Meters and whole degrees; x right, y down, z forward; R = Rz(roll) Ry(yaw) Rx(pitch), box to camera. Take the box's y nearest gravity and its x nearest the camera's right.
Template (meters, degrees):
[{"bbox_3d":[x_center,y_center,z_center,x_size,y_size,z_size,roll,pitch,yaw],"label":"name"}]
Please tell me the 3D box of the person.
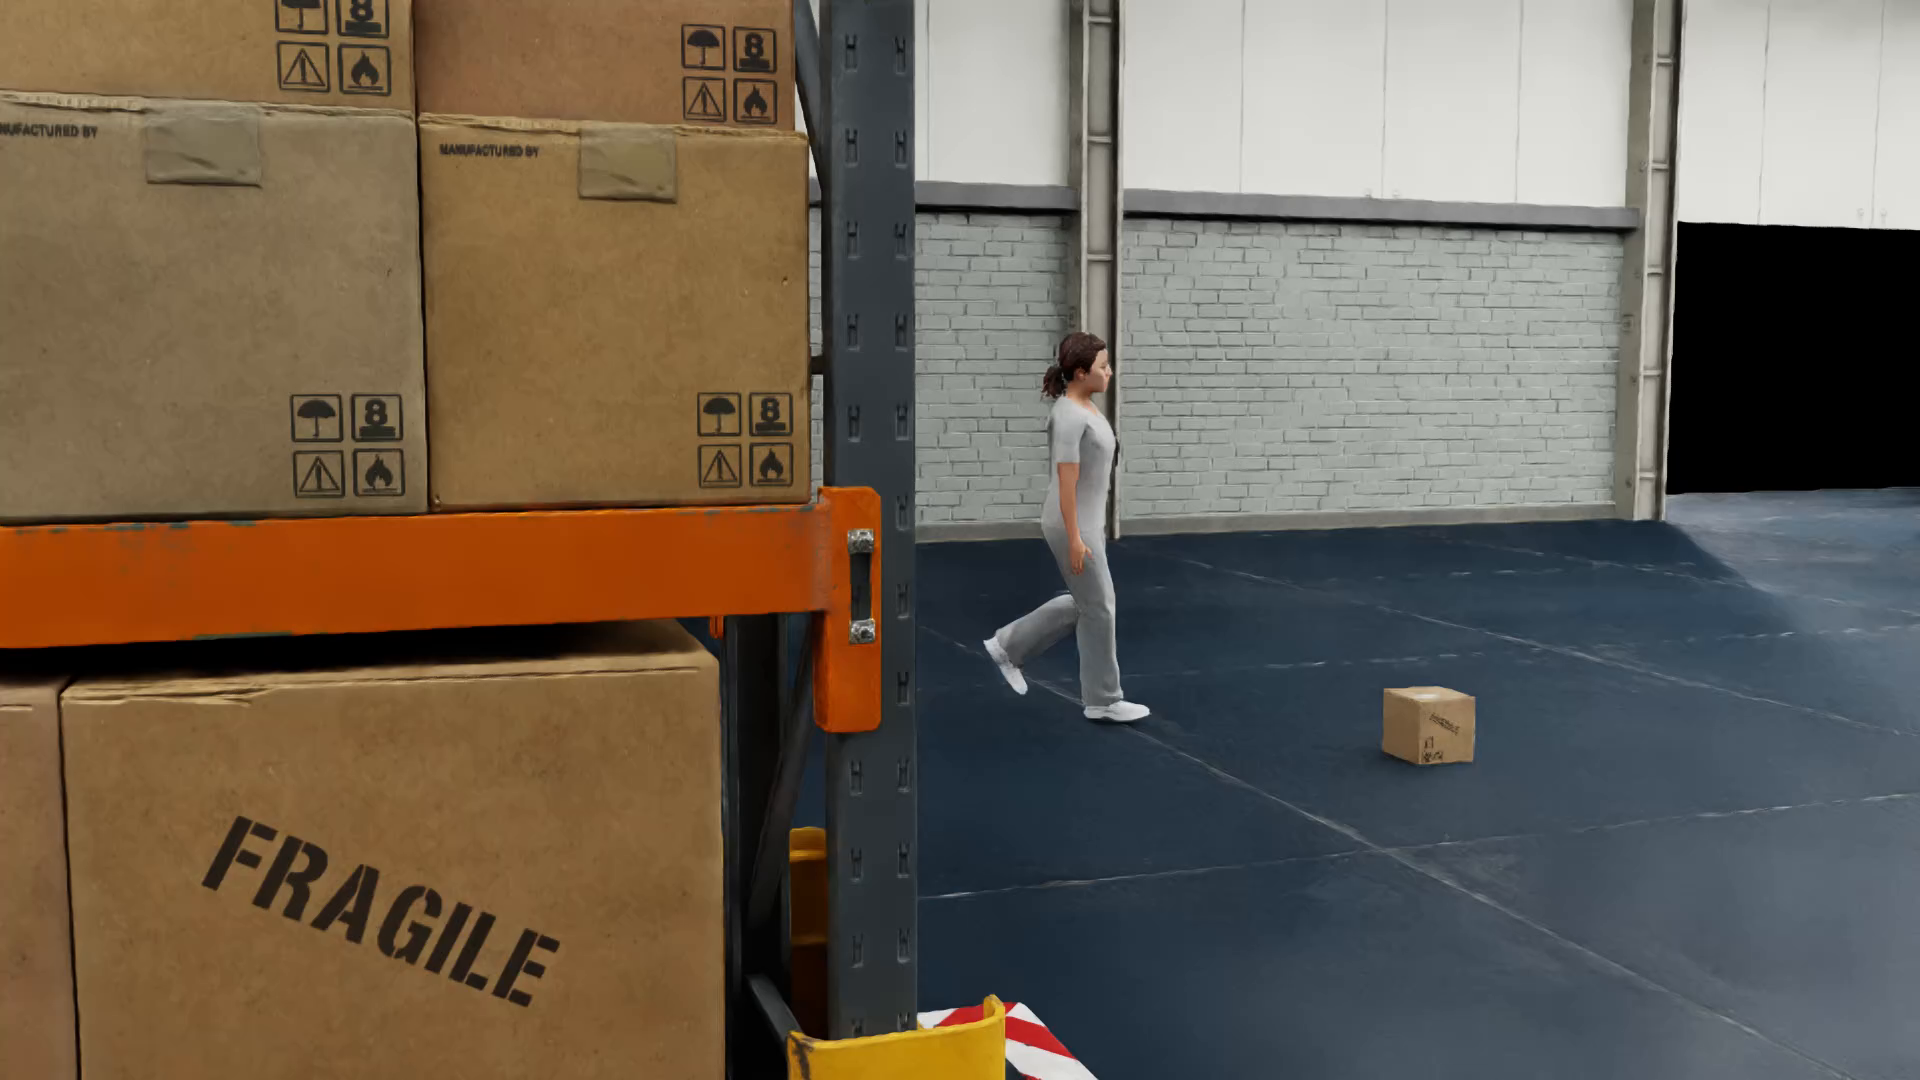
[{"bbox_3d":[0.432,-0.049,7.021,0.750,1.644,0.506,2,6,16],"label":"person"}]
